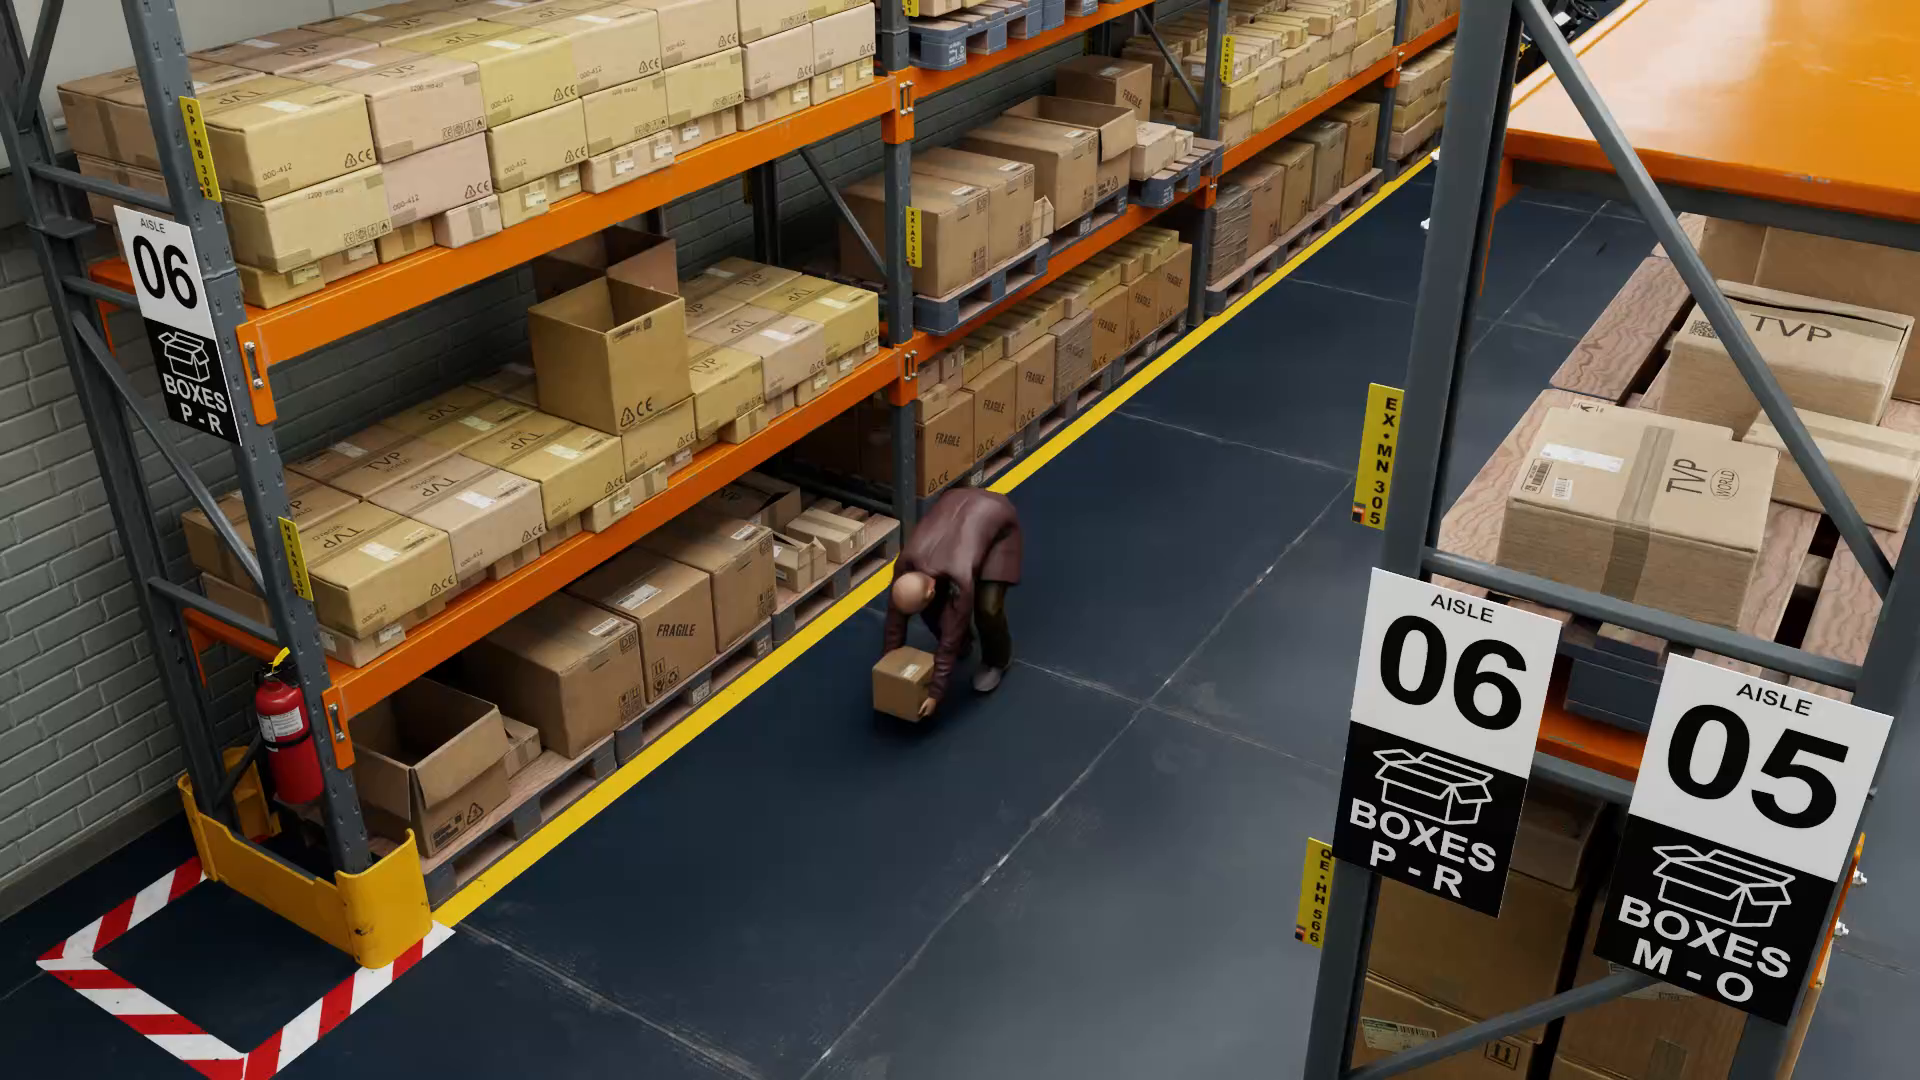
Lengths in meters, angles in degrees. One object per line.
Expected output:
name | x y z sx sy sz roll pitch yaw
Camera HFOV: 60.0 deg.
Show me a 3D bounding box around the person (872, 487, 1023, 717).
person | -0.047 0.316 8.387 0.585 1.048 0.978 16 34 26
